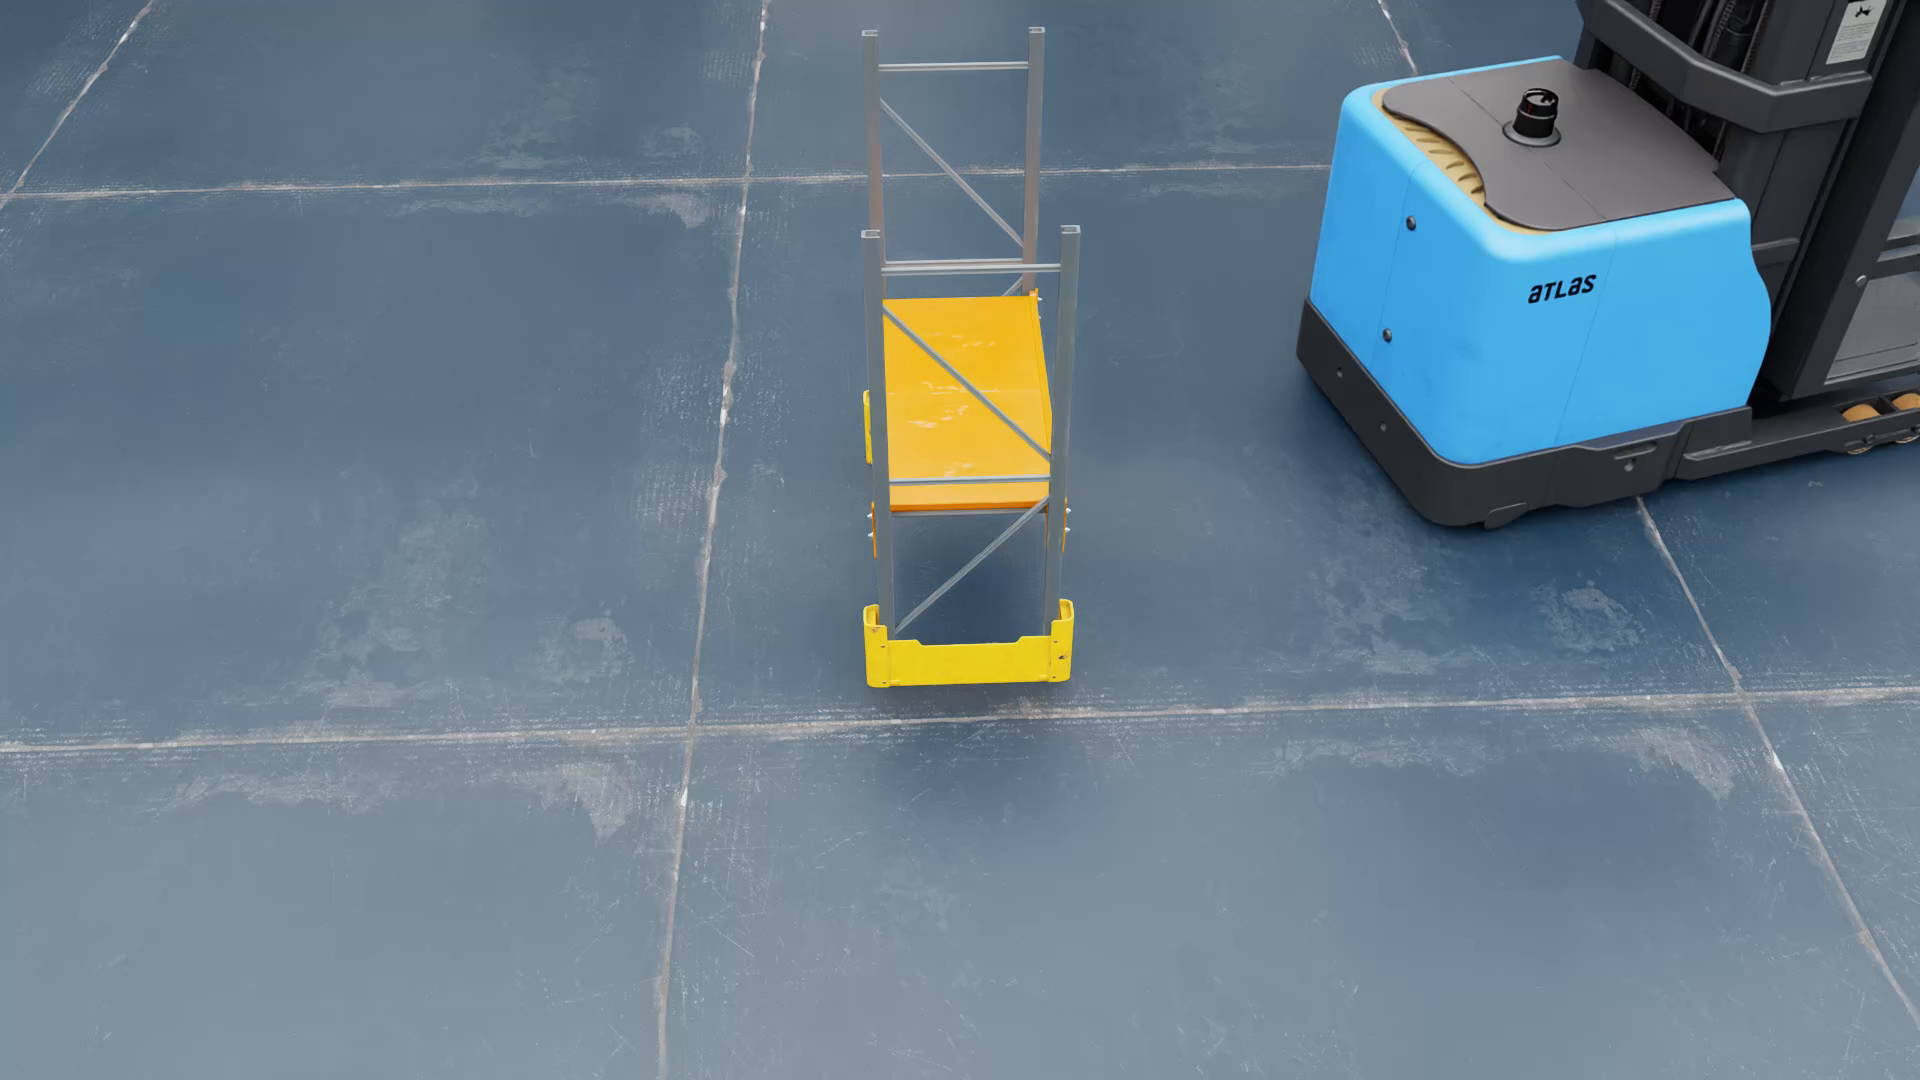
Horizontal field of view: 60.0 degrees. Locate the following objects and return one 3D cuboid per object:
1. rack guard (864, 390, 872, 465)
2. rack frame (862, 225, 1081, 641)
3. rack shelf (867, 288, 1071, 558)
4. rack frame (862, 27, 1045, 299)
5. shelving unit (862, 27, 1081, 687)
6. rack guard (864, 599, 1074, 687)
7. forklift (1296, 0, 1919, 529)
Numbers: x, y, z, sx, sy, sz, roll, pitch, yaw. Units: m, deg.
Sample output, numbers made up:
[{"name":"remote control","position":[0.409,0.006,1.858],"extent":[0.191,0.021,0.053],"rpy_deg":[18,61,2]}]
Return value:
[{"name":"rack guard","position":[-0.018,-0.377,5.476],"extent":[0.587,0.250,0.087],"rpy_deg":[-2,43,-2]},{"name":"rack frame","position":[0.025,-0.152,4.306],"extent":[0.500,1.500,0.032],"rpy_deg":[-2,43,-2]},{"name":"rack shelf","position":[0.004,-0.363,4.802],"extent":[0.538,0.185,1.000],"rpy_deg":[-2,43,-2]},{"name":"rack frame","position":[-0.018,-0.838,5.055],"extent":[0.500,1.500,0.032],"rpy_deg":[-2,43,-2]},{"name":"shelving unit","position":[0.003,-0.501,4.687],"extent":[0.587,1.500,1.083],"rpy_deg":[-2,43,-2]},{"name":"rack guard","position":[0.024,0.296,4.743],"extent":[0.587,0.250,0.087],"rpy_deg":[-2,43,-2]},{"name":"forklift","position":[2.759,-1.697,4.932],"extent":[3.031,2.935,1.130],"rpy_deg":[-12,44,-13]}]
